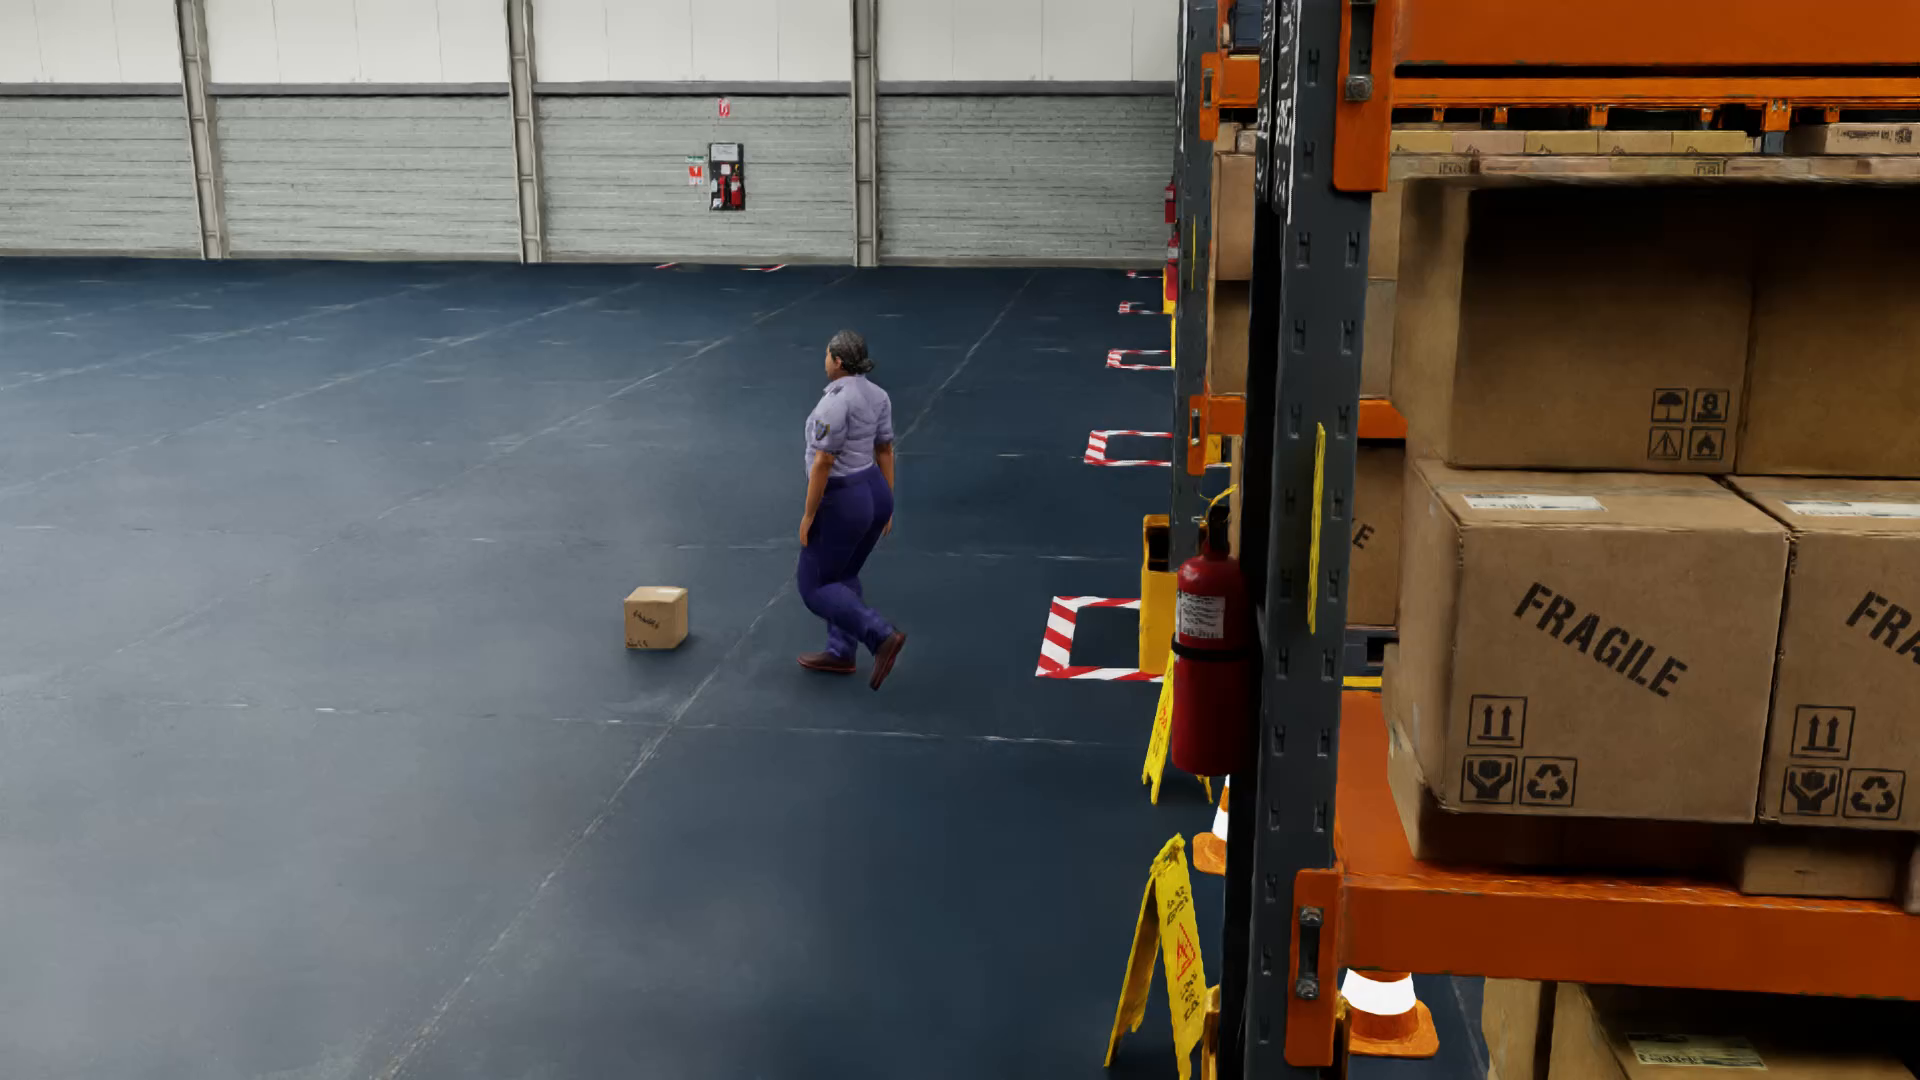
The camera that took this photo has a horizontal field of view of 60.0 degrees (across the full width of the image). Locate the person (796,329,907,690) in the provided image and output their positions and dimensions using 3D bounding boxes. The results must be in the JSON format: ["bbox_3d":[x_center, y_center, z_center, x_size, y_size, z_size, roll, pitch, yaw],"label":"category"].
[{"bbox_3d":[-0.495,-0.144,7.555,0.673,1.626,0.505,8,17,29],"label":"person"}]
